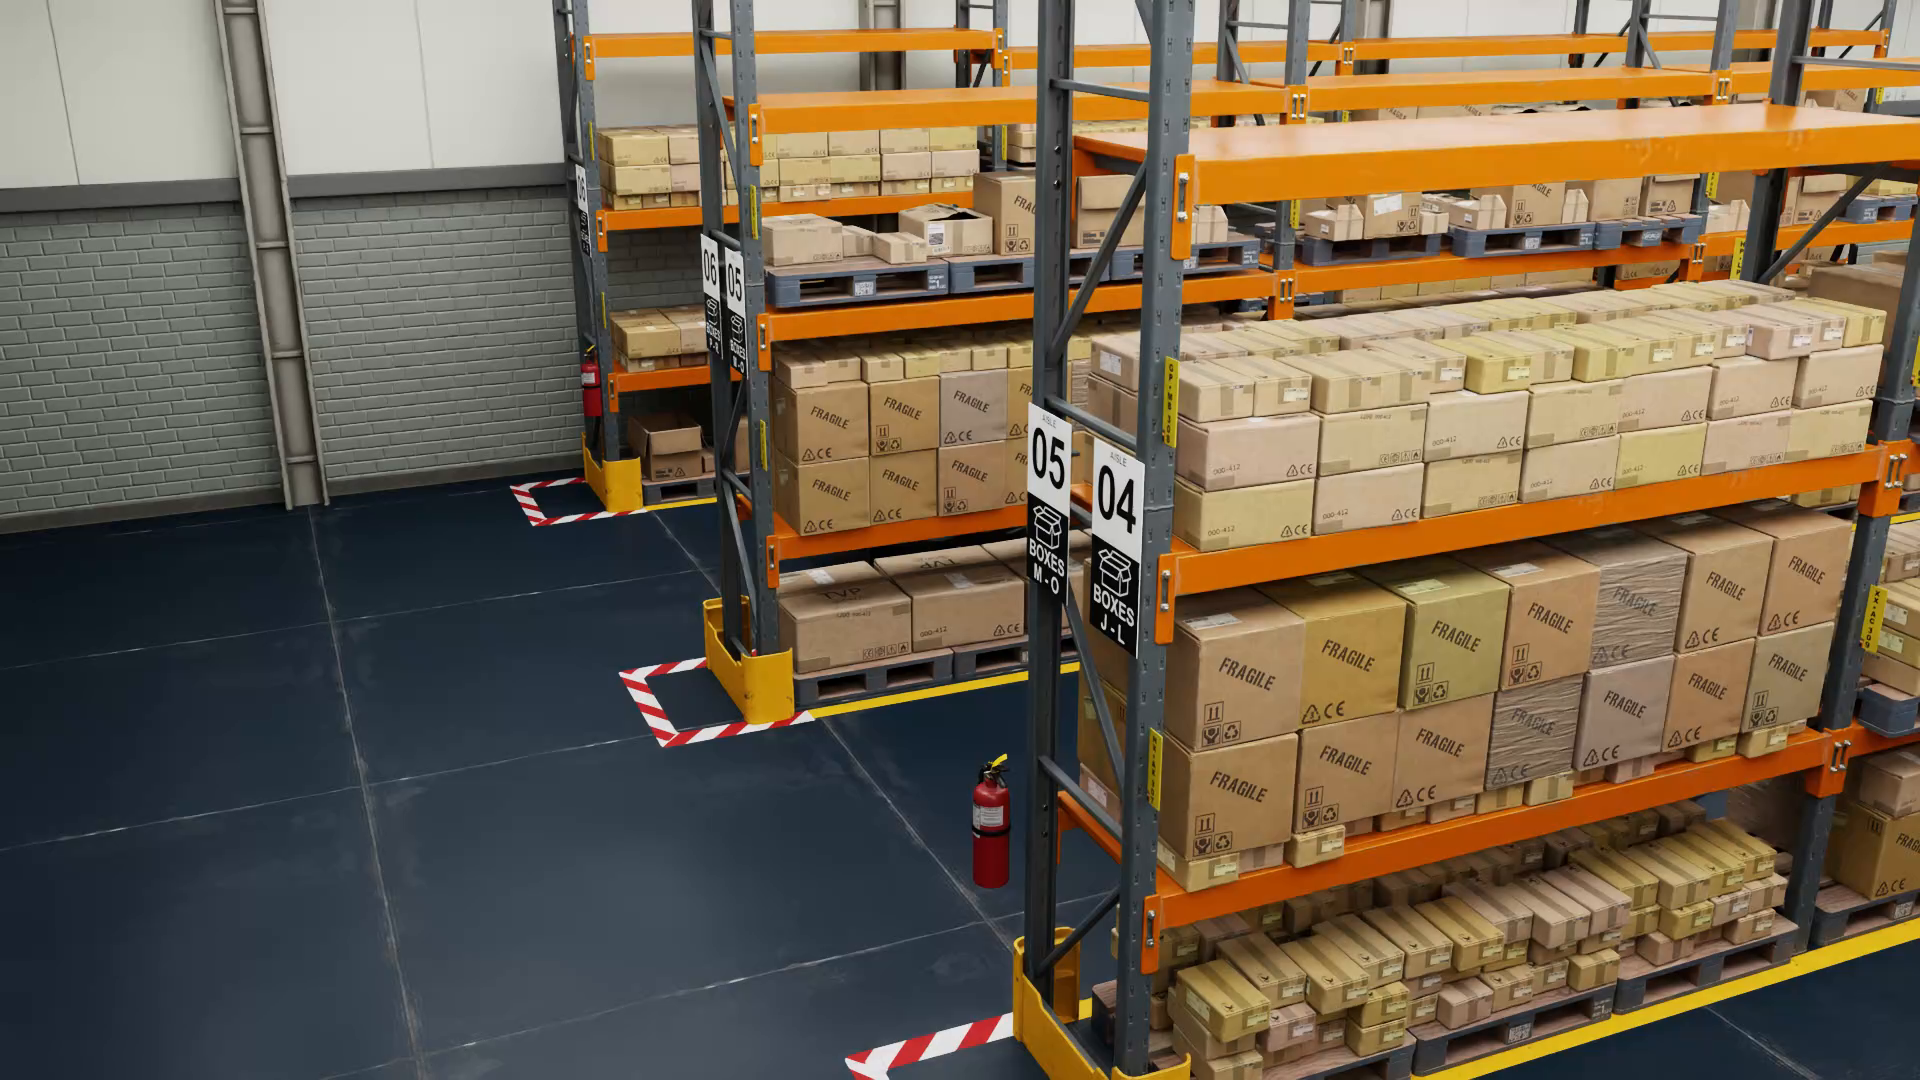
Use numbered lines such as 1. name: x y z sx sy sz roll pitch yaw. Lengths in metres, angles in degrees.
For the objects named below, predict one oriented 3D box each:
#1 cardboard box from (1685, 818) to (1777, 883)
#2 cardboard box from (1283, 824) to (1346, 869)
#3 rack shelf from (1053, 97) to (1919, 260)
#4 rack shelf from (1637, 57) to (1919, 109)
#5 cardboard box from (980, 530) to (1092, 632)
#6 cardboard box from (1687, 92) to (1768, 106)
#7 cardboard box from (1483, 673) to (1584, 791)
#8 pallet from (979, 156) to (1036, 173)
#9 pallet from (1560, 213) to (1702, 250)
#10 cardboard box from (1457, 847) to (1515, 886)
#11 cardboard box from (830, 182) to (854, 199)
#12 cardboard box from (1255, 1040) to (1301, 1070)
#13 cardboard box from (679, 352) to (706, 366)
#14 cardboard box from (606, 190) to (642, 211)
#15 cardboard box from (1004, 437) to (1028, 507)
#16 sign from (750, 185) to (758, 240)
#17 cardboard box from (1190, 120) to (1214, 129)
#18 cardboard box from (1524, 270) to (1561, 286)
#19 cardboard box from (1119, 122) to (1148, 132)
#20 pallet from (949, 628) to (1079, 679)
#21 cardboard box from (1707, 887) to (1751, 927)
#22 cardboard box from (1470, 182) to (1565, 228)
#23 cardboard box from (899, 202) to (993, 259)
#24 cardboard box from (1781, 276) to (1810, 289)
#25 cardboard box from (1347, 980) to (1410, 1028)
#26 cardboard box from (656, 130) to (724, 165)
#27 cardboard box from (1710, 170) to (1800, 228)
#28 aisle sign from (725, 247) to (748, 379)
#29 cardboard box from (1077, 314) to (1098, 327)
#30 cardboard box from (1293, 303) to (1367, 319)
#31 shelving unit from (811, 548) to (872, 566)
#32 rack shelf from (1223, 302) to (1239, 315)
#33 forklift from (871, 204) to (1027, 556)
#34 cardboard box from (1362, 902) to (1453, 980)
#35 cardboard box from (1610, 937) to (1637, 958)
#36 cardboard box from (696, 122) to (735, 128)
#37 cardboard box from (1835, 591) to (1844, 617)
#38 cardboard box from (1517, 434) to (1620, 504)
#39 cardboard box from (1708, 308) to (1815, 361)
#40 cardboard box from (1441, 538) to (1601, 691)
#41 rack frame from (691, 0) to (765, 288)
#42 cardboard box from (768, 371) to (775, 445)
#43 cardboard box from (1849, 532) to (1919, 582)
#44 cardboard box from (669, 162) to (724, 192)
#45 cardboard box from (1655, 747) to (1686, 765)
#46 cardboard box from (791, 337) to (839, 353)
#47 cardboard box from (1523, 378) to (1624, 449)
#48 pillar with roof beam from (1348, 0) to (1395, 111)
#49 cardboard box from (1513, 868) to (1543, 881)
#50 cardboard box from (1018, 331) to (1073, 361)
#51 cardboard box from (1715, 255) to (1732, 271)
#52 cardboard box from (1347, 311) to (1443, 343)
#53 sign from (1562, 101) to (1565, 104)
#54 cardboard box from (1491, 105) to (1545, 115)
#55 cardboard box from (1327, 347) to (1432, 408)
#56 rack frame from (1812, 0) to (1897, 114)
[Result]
1. cardboard box: 4.007 1.620 8.668 0.250 0.149 0.380 -8 21 -20
2. cardboard box: 1.470 1.265 7.291 0.250 0.149 0.380 -9 21 -23
3. rack shelf: 2.394 -1.598 7.098 4.000 0.370 1.077 -8 21 -22
4. rack shelf: 7.686 -3.959 14.402 4.000 0.370 1.077 -8 21 -22
5. cardboard box: 0.736 0.310 12.850 0.875 0.438 0.875 -9 21 -24
6. cardboard box: 9.384 -5.367 20.292 0.637 0.503 0.797 -7 21 -20
7. cardboard box: 2.481 0.784 7.679 0.500 0.500 0.500 -9 21 -23
8. pallet: 0.834 -3.772 16.984 1.003 0.211 1.213 -8 21 -22
9. pallet: 5.280 -2.619 13.712 1.003 0.211 1.213 -7 21 -19
10. cardboard box: 2.629 1.654 8.573 0.250 0.149 0.380 -9 21 -24
11. cardboard box: -1.195 -3.384 15.978 0.250 0.149 0.380 -8 21 -21
12. cardboard box: 1.373 2.270 7.718 0.250 0.149 0.380 -8 21 -22
13. cardboard box: -2.612 -1.789 15.964 0.250 0.149 0.380 -8 21 -23
14. cardboard box: -3.081 -3.122 15.235 0.250 0.149 0.380 -8 21 -21
15. cardboard box: 0.439 -0.572 11.979 0.500 0.500 0.500 -7 21 -20
16. sign: -1.282 -2.036 10.337 0.005 0.325 0.100 -8 21 -22
17. cardboard box: 2.490 -4.274 17.304 0.250 0.149 0.380 -8 21 -22
18. cardboard box: 6.734 -3.149 19.675 0.500 0.250 0.500 -8 21 -22
19. cardboard box: 1.811 -4.159 16.949 0.250 0.149 0.380 -8 21 -22
20. pallet: 0.326 0.685 12.758 1.213 0.211 1.003 -8 21 -22
21. cardboard box: 3.824 1.812 8.571 0.250 0.149 0.380 -9 21 -25
22. cardboard box: 4.346 -2.734 12.971 0.500 0.500 0.500 -8 21 -21
23. cardboard box: -0.102 -2.142 11.422 0.500 0.311 0.500 -8 21 -21
24. cardboard box: 7.592 -2.134 15.335 0.500 0.500 0.500 -9 21 -24
25. cardboard box: 1.882 2.091 7.778 0.250 0.149 0.380 -7 21 -20
26. cardboard box: -2.484 -3.618 15.290 0.500 0.250 0.500 -8 21 -22
27. cardboard box: 6.724 -2.978 14.296 0.500 0.500 0.700 -8 21 -22
28. aisle sign: -1.447 -1.470 10.766 0.004 0.787 0.394 -8 21 -22
29. cardboard box: 0.829 -1.605 12.432 0.250 0.149 0.380 -9 21 -23
30. cardboard box: 2.960 -1.592 13.372 0.500 0.500 0.500 -8 21 -21
31. shelving unit: -1.031 -0.376 14.284 0.503 1.200 0.258 1 19 2
32. rack shelf: 2.044 -2.305 18.135 4.000 0.370 1.077 -8 21 -22
33. forklift: 0.418 -1.561 15.042 1.130 2.935 3.031 16 25 38
34. cardboard box: 2.114 1.897 7.883 0.250 0.149 0.380 -7 21 -20
35. cardboard box: 3.227 1.991 8.511 0.250 0.149 0.380 -9 21 -23
36. cardboard box: -2.221 -3.858 15.971 0.500 0.250 0.500 -8 21 -21
37. cardboard box: 4.518 0.296 8.964 0.250 0.149 0.380 -7 21 -20
38. cardboard box: 2.502 -0.375 7.280 0.500 0.250 0.500 -8 21 -22
39. cardboard box: 3.605 -0.932 7.510 0.250 0.149 0.380 -8 21 -22
40. cardboard box: 2.489 0.319 7.495 0.500 0.500 0.500 -9 21 -24
41. rack frame: -1.496 -3.172 10.480 0.127 3.000 1.000 -8 21 -22
42. cardboard box: -1.148 -0.997 11.680 0.500 0.500 0.500 -7 21 -20
43. cardboard box: 5.006 0.087 9.109 0.250 0.149 0.380 -9 21 -24
44. cardboard box: -2.491 -3.388 15.388 0.500 0.250 0.500 -8 21 -21
45. cardboard box: 3.335 0.953 8.178 0.250 0.149 0.380 -9 21 -23
46. cardboard box: -1.022 -1.316 11.609 0.250 0.149 0.380 -8 21 -21
47. cardboard box: 2.475 -0.603 7.174 0.500 0.250 0.500 -9 21 -24
48. pillar with roof beam: 6.425 -4.871 15.306 0.400 9.000 9.100 -8 21 -22
49. cardboard box: 2.854 1.752 8.742 0.250 0.149 0.380 -7 21 -19
50. cardboard box: 0.602 -1.369 11.762 0.250 0.149 0.380 -8 21 -22
51. cardboard box: 9.470 -3.660 20.749 0.500 0.500 0.500 -8 21 -22
52. cardboard box: 1.935 -0.906 7.434 0.250 0.149 0.380 -8 21 -21
53. sign: 7.332 -5.299 20.140 0.005 0.325 0.100 -8 21 -22
54. cardboard box: 6.280 -4.781 18.919 0.500 0.311 0.500 -9 21 -24
55. cardboard box: 1.688 -0.660 6.736 0.250 0.149 0.380 -8 21 -21
56. rack frame: 11.226 -6.790 20.755 0.127 3.000 1.000 -8 21 -22
